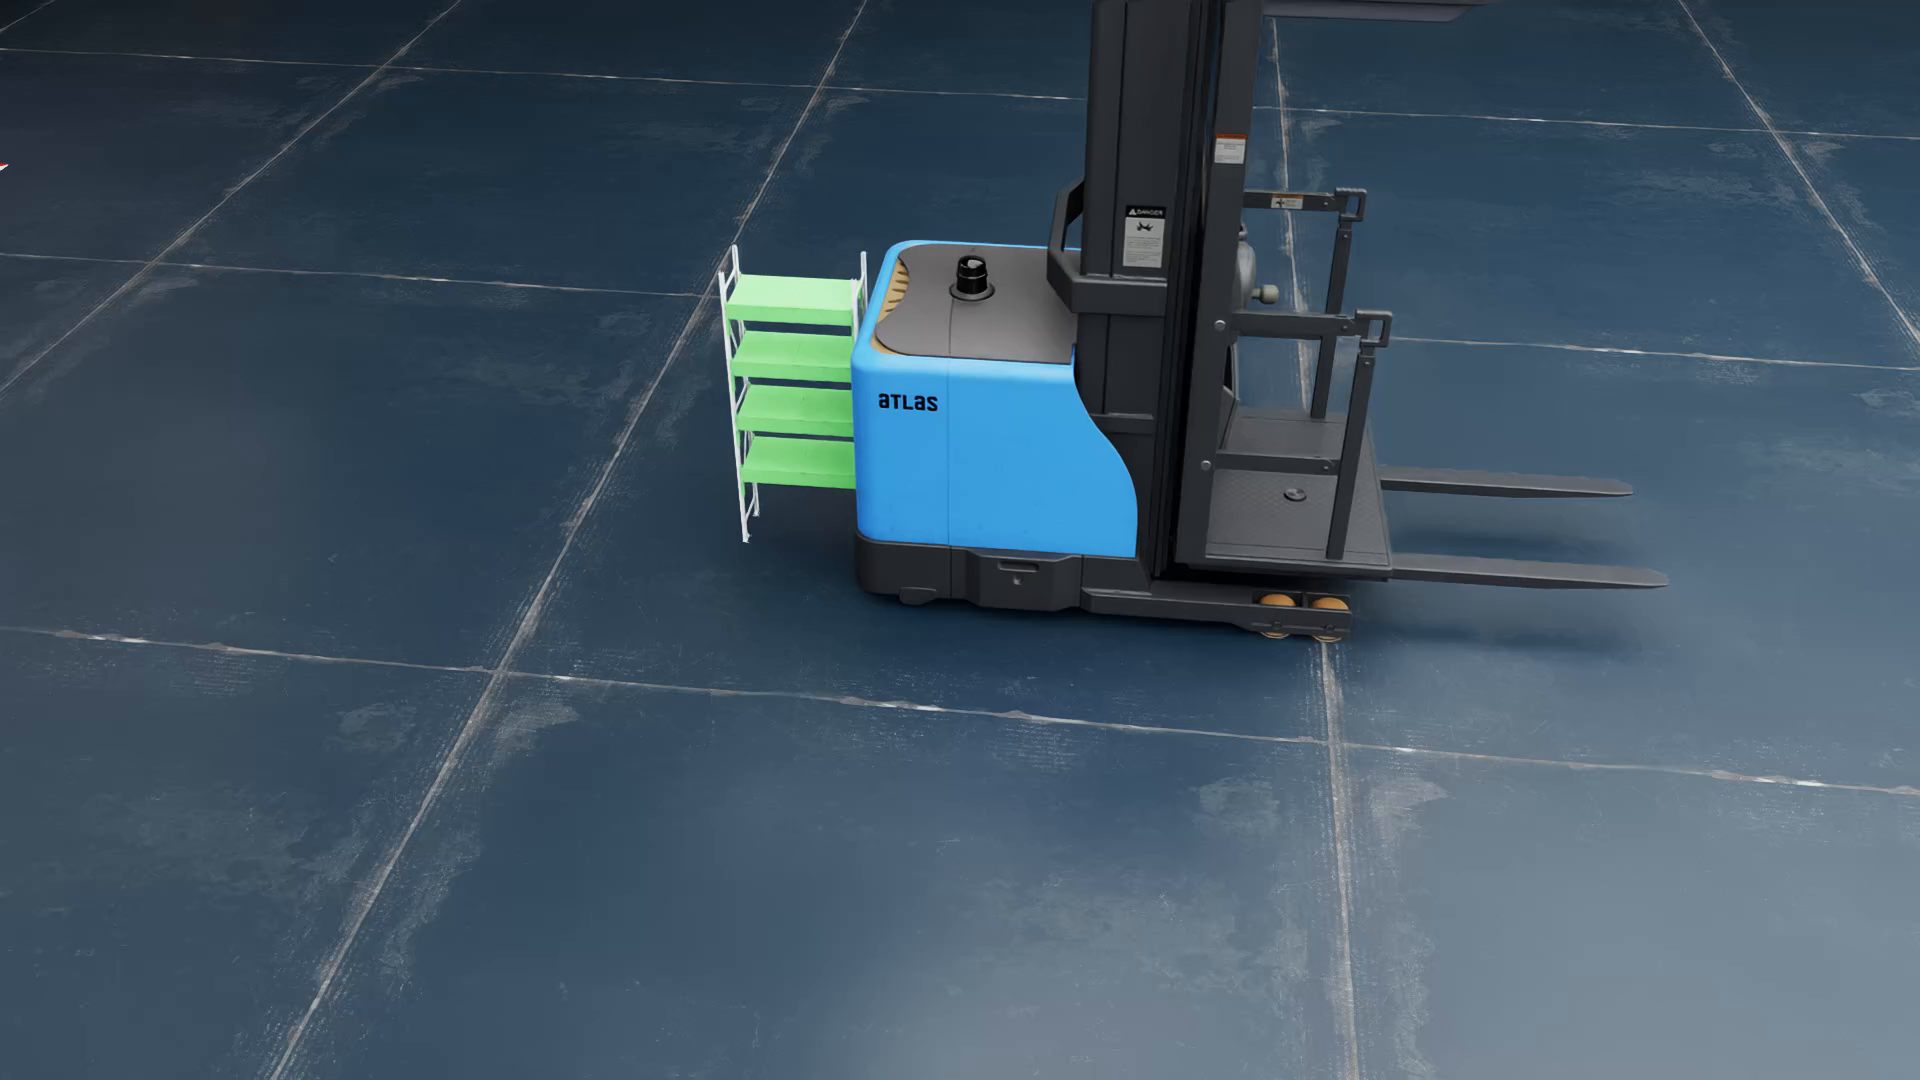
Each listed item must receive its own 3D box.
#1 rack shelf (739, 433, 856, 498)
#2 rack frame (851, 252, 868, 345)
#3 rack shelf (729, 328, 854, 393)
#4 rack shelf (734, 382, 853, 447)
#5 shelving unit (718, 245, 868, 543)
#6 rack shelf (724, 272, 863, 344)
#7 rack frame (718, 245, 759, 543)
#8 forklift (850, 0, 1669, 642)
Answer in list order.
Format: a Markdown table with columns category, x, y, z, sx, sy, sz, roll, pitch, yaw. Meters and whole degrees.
| category | x | y | z | sx | sy | sz | roll | pitch | yaw |
| --- | --- | --- | --- | --- | --- | --- | --- | --- | --- |
| rack shelf | -0.614 | -0.284 | 6.638 | 0.480 | 0.148 | 0.258 | 4 | 36 | 5 |
| rack frame | -0.372 | -0.515 | 6.439 | 0.015 | 1.200 | 0.240 | 4 | 36 | 5 |
| rack shelf | -0.614 | -0.674 | 6.359 | 0.480 | 0.148 | 0.258 | 4 | 36 | 5 |
| rack shelf | -0.614 | -0.479 | 6.498 | 0.480 | 0.148 | 0.258 | 4 | 36 | 5 |
| shelving unit | -0.614 | -0.531 | 6.461 | 0.503 | 1.200 | 0.258 | 4 | 36 | 5 |
| rack shelf | -0.614 | -0.870 | 6.219 | 0.480 | 0.148 | 0.258 | 4 | 36 | 5 |
| rack frame | -0.857 | -0.547 | 6.484 | 0.015 | 1.200 | 0.240 | 4 | 36 | 5 |
| forklift | 1.152 | -1.140 | 5.824 | 3.031 | 2.935 | 1.130 | 4 | 36 | 5 |
